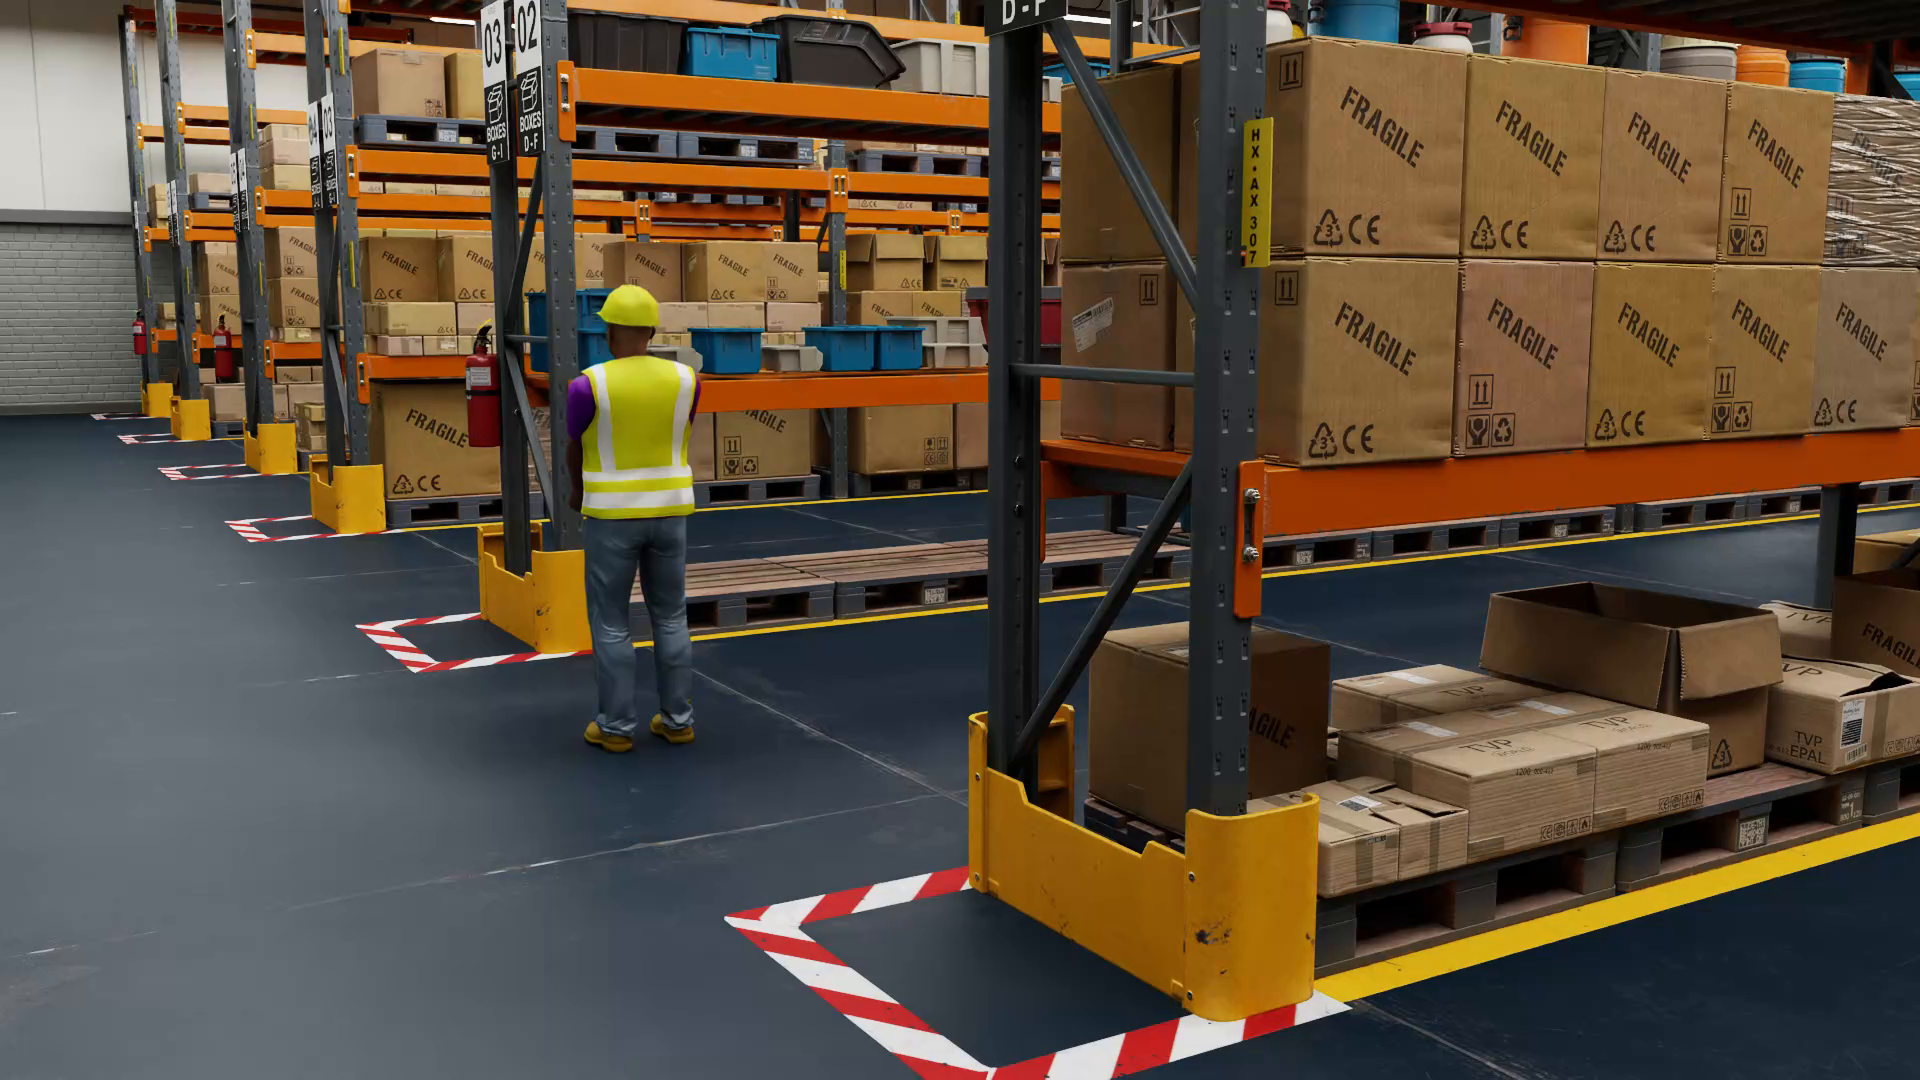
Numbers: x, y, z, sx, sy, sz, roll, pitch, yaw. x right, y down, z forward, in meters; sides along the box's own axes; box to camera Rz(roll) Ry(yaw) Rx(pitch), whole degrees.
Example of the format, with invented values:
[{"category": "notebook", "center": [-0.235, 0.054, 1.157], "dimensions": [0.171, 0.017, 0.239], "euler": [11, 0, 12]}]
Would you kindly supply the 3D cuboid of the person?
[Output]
[{"category": "person", "center": [4.656, -0.773, 11.192], "dimensions": [15.637, 1.761, 2.928], "euler": [-5, 9, -30]}]
